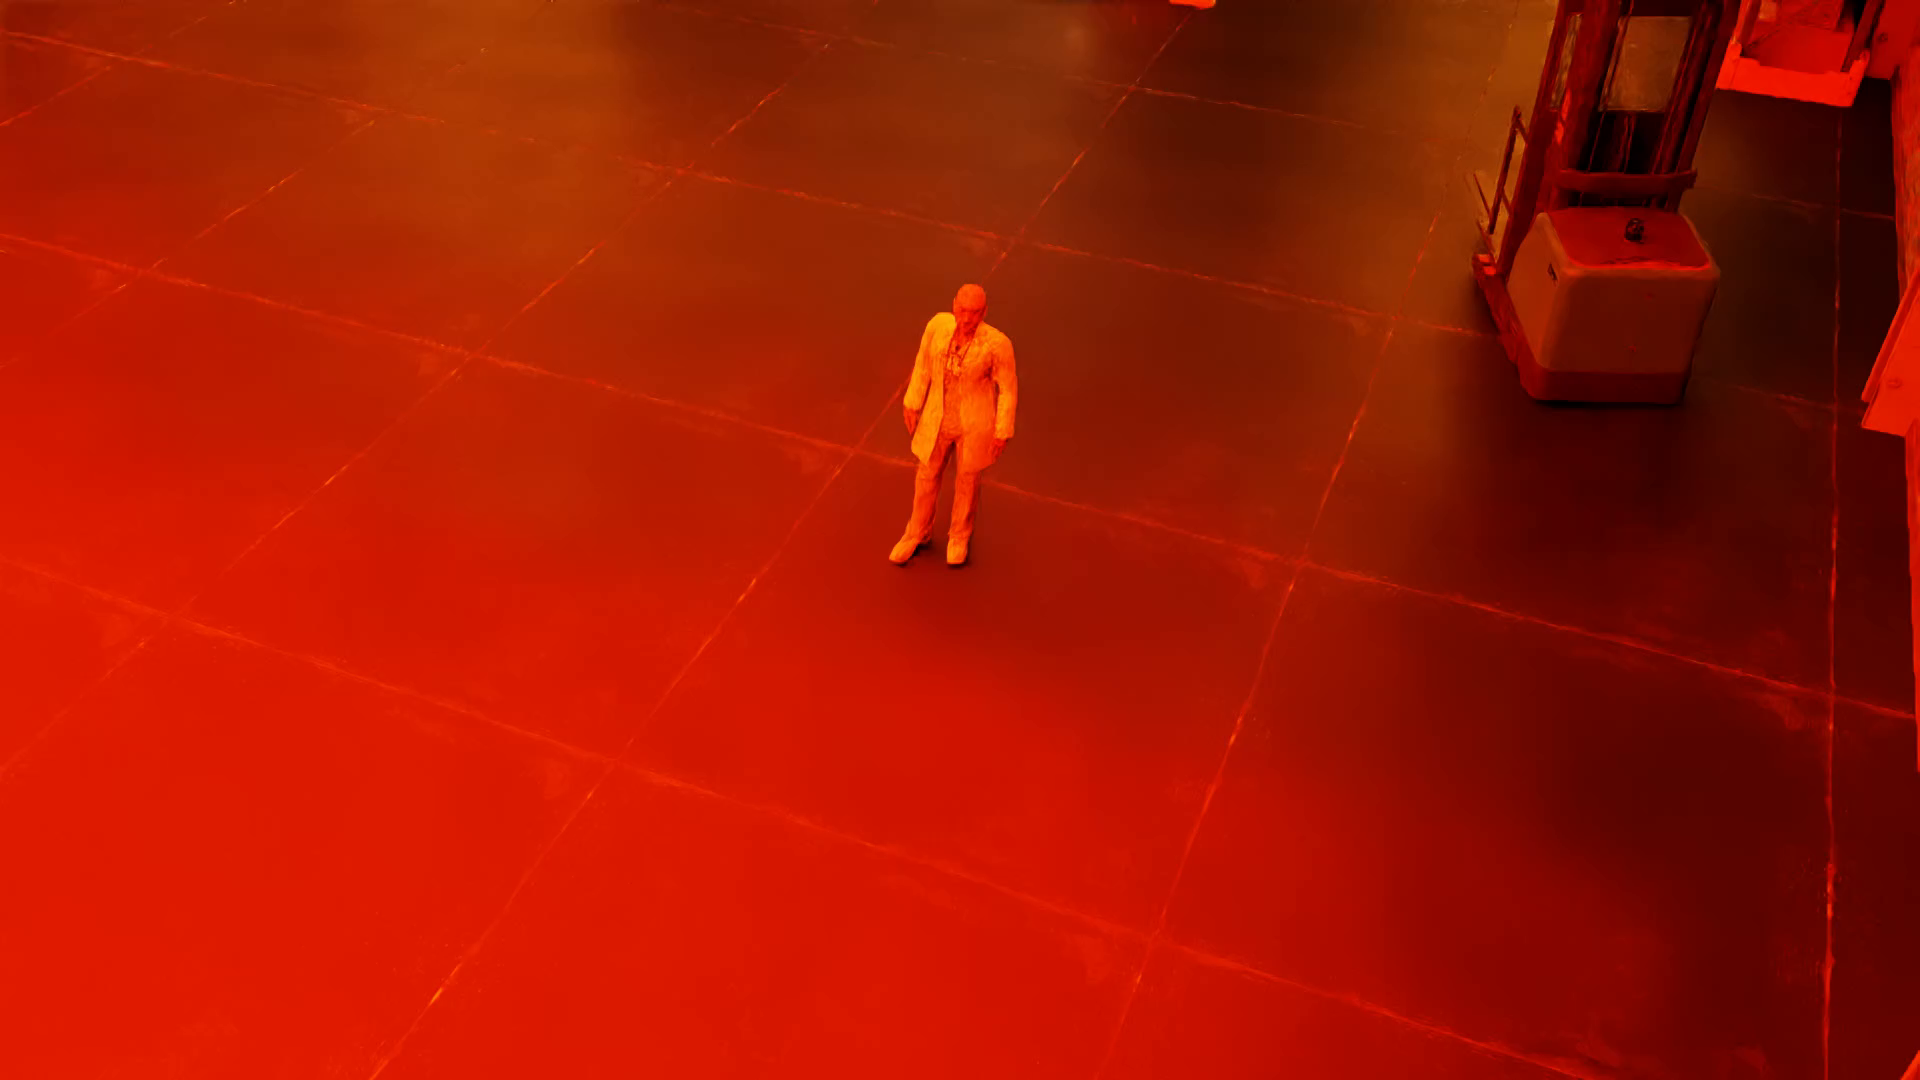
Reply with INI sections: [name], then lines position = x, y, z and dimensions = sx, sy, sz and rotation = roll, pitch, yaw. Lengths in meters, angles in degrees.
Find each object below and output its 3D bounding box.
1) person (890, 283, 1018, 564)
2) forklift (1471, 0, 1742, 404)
[person]
position = -0.039, -0.634, 9.651
dimensions = 0.694, 1.776, 0.579
rotation = 15, 42, 17
[forklift]
position = 4.466, -2.975, 11.561
dimensions = 1.130, 2.935, 3.031
rotation = 2, 40, 2
